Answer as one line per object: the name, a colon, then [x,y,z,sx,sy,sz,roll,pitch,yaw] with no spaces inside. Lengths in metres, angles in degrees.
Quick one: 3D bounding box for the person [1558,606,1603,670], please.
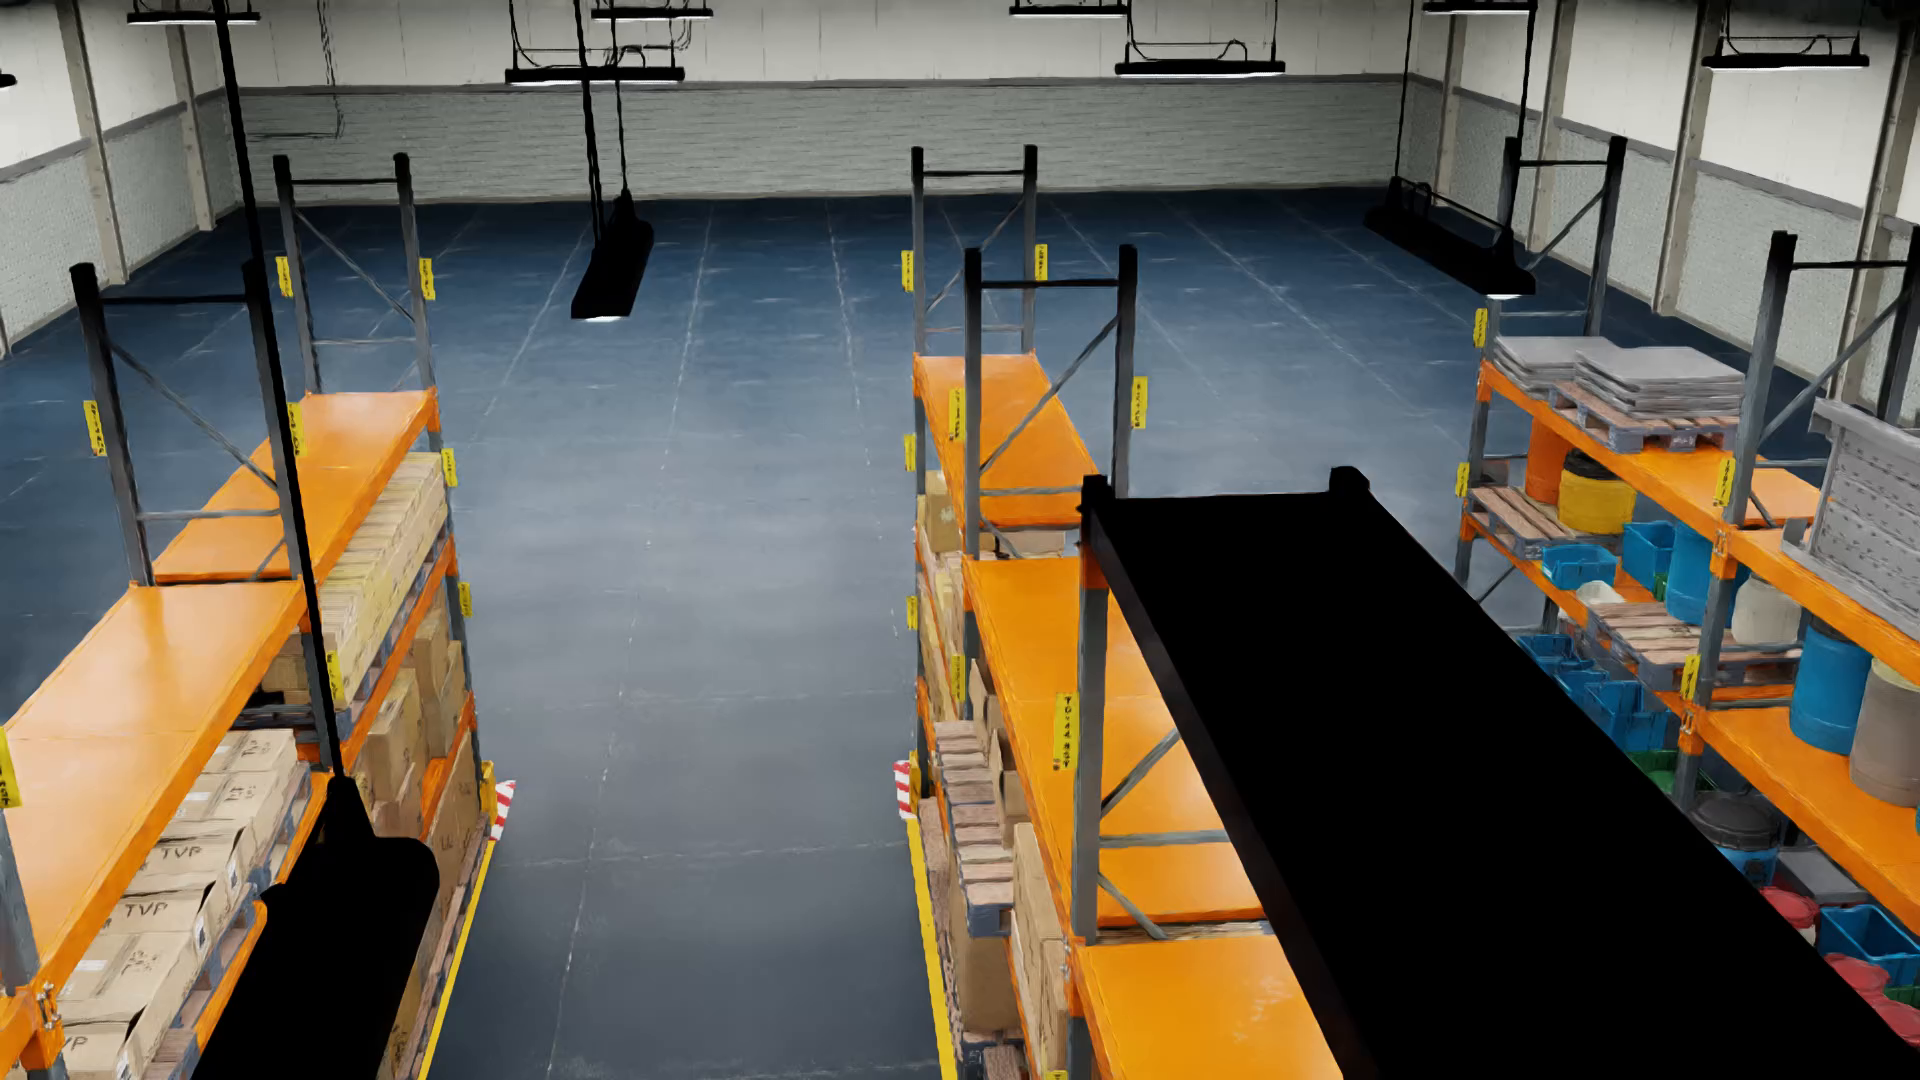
person: [6.497,0.772,17.289,0.515,1.761,0.690,19,29,40]
